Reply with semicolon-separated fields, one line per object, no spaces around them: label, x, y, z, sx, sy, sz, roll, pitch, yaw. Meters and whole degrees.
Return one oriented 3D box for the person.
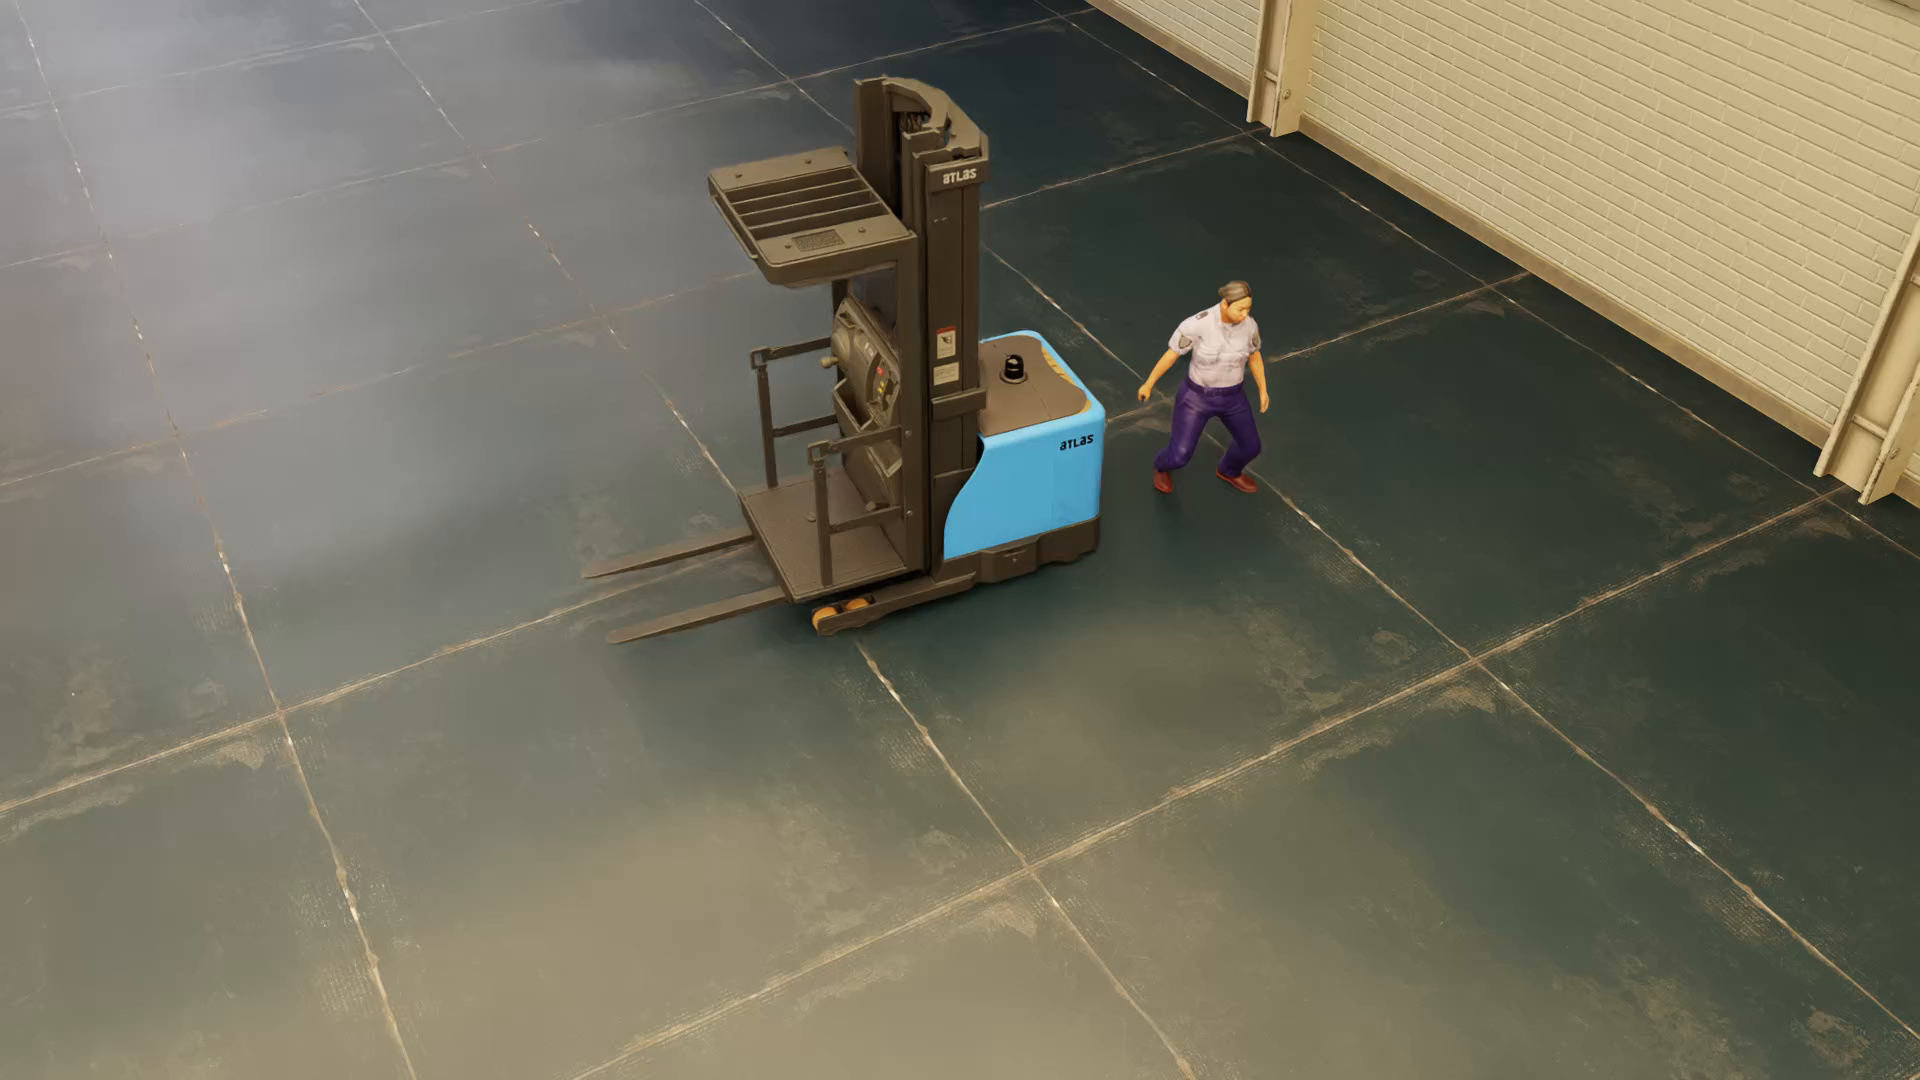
person;1.509;-0.921;10.223;0.819;1.577;0.484;-6;40;-7

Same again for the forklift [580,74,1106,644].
forklift;-0.708;-0.958;9.191;3.031;2.935;1.130;-15;42;-18
